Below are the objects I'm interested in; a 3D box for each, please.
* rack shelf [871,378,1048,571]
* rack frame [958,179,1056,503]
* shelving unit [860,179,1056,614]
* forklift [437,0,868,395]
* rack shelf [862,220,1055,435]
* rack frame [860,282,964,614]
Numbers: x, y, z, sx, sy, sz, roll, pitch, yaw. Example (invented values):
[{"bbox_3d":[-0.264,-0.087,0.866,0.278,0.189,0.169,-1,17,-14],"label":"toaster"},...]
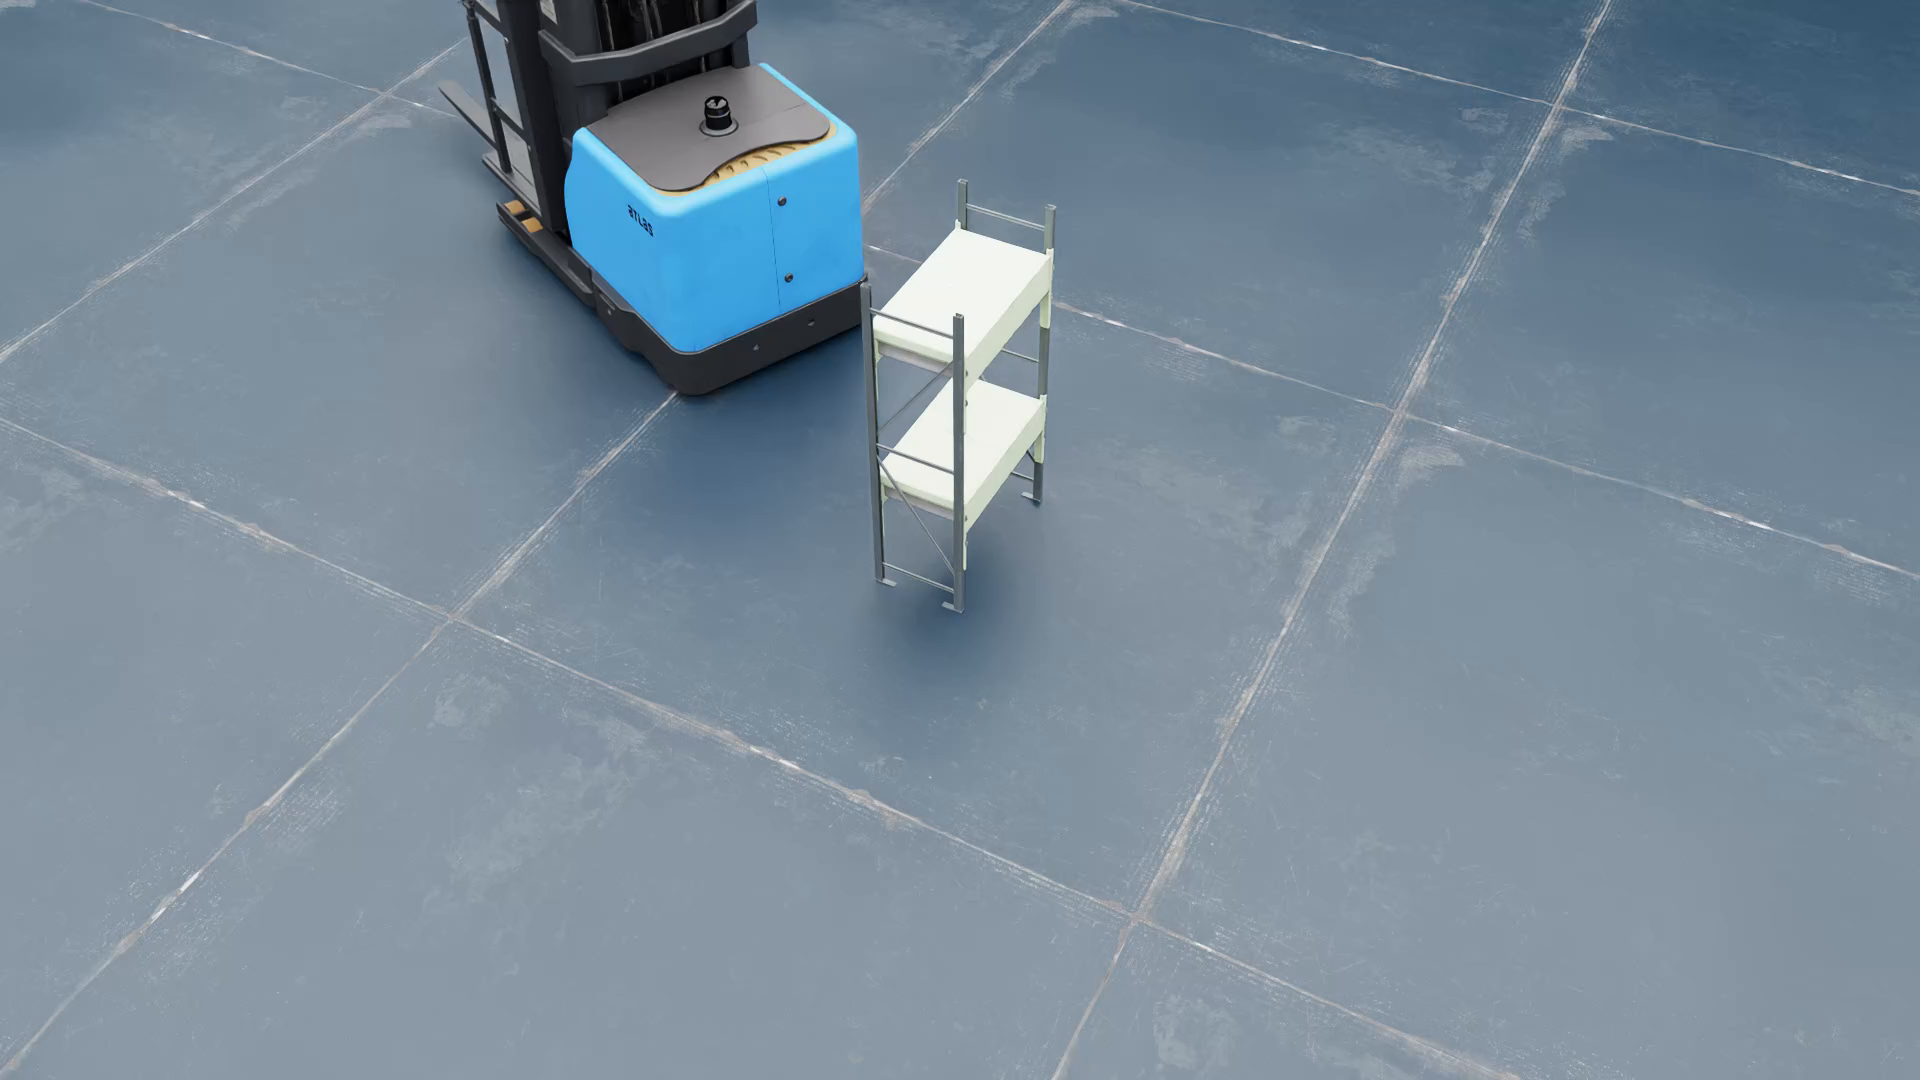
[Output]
[{"bbox_3d":[0.003,-0.302,6.732,0.431,0.370,0.720,20,49,19],"label":"rack shelf"},{"bbox_3d":[0.173,-0.762,6.729,0.400,1.500,0.023,20,49,19],"label":"rack frame"},{"bbox_3d":[0.003,-0.531,6.501,0.431,1.500,0.755,20,49,19],"label":"shelving unit"},{"bbox_3d":[-1.723,-2.694,7.632,1.130,2.935,3.031,-28,52,-25],"label":"forklift"},{"bbox_3d":[0.003,-0.806,6.223,0.431,0.370,0.720,20,49,19],"label":"rack shelf"},{"bbox_3d":[-0.167,-0.301,6.273,0.400,1.500,0.023,20,49,19],"label":"rack frame"}]
